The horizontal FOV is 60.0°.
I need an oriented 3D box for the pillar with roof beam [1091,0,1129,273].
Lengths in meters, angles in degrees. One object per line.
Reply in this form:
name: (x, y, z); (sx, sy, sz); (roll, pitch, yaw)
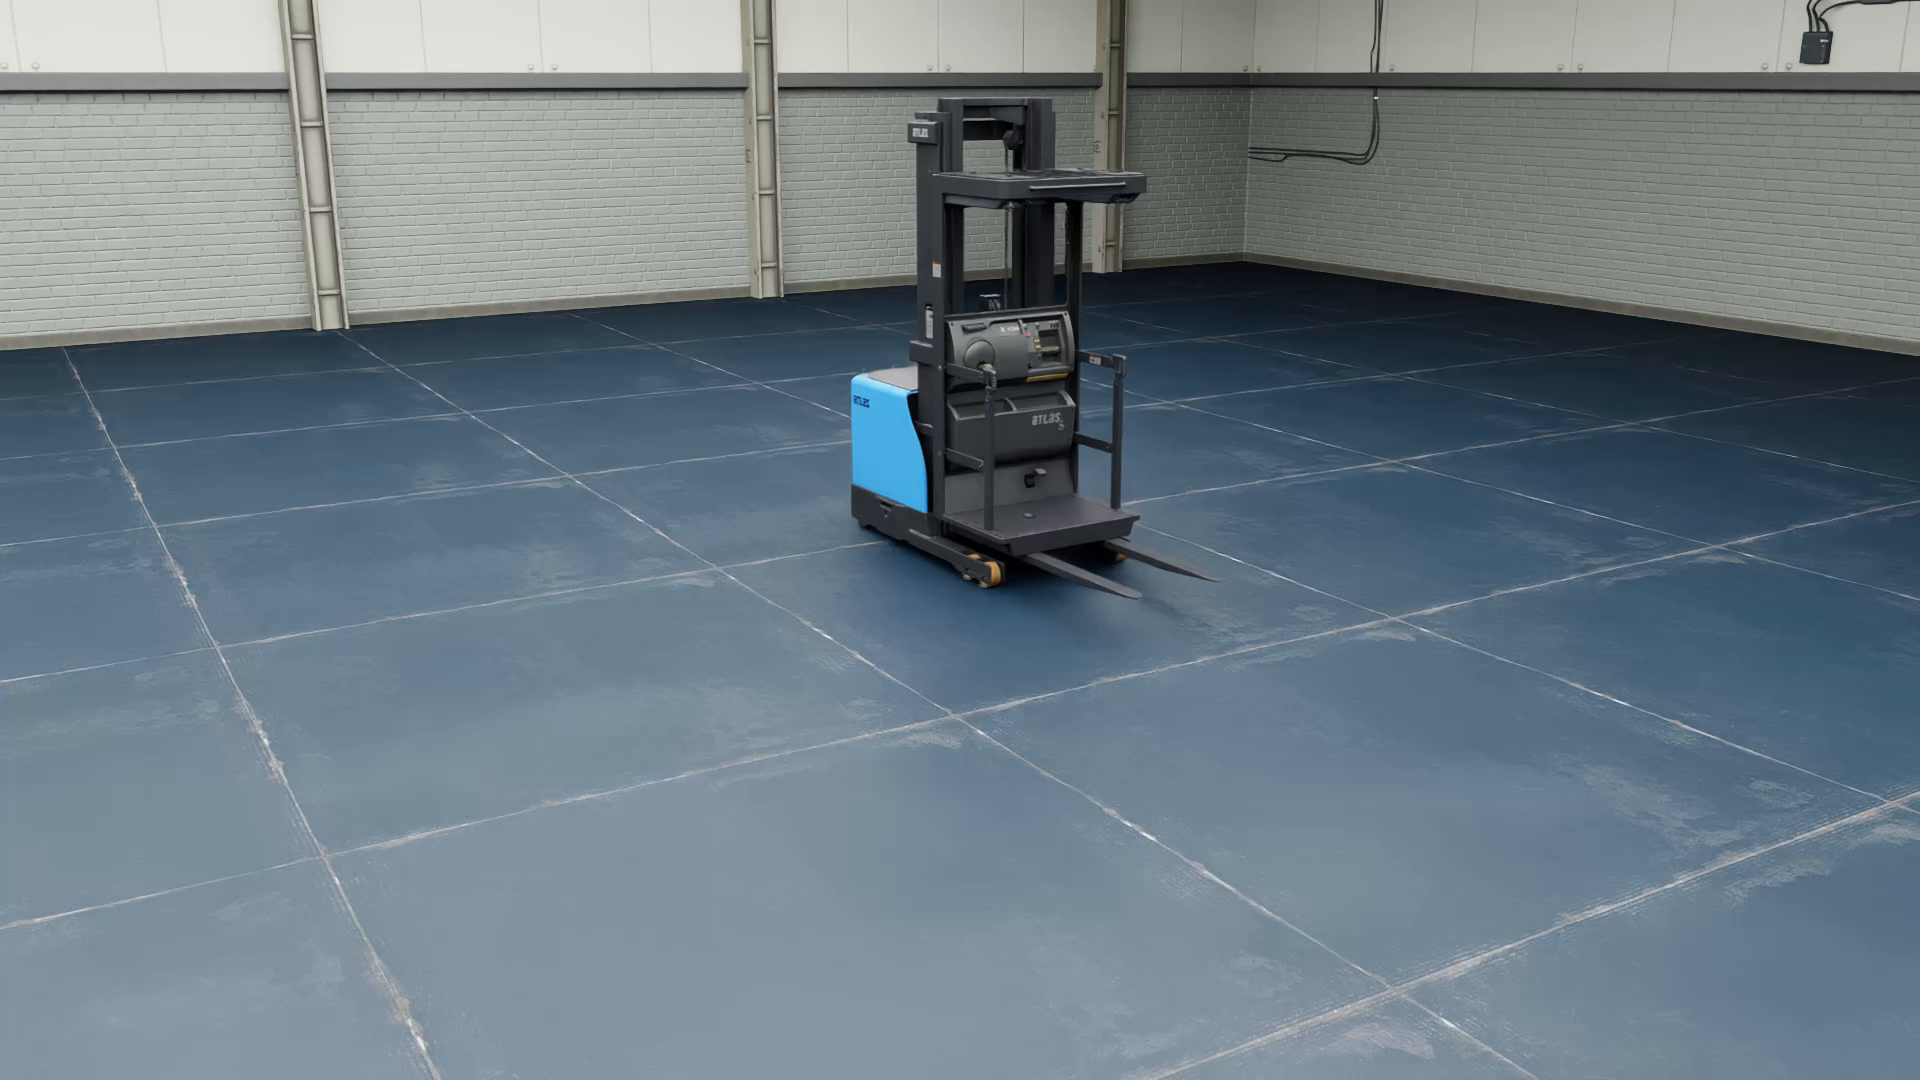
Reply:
pillar with roof beam: (4.586, -7.673, 22.109); (0.400, 9.000, 9.100); (-9, 18, -30)

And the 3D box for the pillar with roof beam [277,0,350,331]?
pillar with roof beam: (-5.700, -6.005, 16.159); (0.400, 9.000, 9.100); (-9, 18, -30)

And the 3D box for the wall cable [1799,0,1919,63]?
wall cable: (10.451, -8.211, 17.729); (0.169, 6.003, 2.305); (-9, 18, -30)

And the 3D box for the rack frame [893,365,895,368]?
rack frame: (-0.420, -0.741, 12.089); (0.008, 1.050, 0.200); (-9, 15, -30)

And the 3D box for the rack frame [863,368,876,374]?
rack frame: (-0.629, -0.707, 11.967); (0.008, 1.050, 0.200); (-9, 15, -30)

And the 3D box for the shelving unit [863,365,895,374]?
shelving unit: (-0.525, -0.724, 12.028); (0.252, 1.050, 0.215); (-9, 15, -30)

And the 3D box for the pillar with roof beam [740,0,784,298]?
pillar with roof beam: (-0.557, -6.839, 19.134); (0.400, 9.000, 9.100); (-9, 18, -30)

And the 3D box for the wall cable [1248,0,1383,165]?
wall cable: (5.575, -7.277, 26.451); (0.112, 2.526, 3.097); (-9, 18, -30)

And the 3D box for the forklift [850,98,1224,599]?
forklift: (0.450, -1.259, 10.470); (1.130, 2.935, 3.031); (-10, 18, -31)
